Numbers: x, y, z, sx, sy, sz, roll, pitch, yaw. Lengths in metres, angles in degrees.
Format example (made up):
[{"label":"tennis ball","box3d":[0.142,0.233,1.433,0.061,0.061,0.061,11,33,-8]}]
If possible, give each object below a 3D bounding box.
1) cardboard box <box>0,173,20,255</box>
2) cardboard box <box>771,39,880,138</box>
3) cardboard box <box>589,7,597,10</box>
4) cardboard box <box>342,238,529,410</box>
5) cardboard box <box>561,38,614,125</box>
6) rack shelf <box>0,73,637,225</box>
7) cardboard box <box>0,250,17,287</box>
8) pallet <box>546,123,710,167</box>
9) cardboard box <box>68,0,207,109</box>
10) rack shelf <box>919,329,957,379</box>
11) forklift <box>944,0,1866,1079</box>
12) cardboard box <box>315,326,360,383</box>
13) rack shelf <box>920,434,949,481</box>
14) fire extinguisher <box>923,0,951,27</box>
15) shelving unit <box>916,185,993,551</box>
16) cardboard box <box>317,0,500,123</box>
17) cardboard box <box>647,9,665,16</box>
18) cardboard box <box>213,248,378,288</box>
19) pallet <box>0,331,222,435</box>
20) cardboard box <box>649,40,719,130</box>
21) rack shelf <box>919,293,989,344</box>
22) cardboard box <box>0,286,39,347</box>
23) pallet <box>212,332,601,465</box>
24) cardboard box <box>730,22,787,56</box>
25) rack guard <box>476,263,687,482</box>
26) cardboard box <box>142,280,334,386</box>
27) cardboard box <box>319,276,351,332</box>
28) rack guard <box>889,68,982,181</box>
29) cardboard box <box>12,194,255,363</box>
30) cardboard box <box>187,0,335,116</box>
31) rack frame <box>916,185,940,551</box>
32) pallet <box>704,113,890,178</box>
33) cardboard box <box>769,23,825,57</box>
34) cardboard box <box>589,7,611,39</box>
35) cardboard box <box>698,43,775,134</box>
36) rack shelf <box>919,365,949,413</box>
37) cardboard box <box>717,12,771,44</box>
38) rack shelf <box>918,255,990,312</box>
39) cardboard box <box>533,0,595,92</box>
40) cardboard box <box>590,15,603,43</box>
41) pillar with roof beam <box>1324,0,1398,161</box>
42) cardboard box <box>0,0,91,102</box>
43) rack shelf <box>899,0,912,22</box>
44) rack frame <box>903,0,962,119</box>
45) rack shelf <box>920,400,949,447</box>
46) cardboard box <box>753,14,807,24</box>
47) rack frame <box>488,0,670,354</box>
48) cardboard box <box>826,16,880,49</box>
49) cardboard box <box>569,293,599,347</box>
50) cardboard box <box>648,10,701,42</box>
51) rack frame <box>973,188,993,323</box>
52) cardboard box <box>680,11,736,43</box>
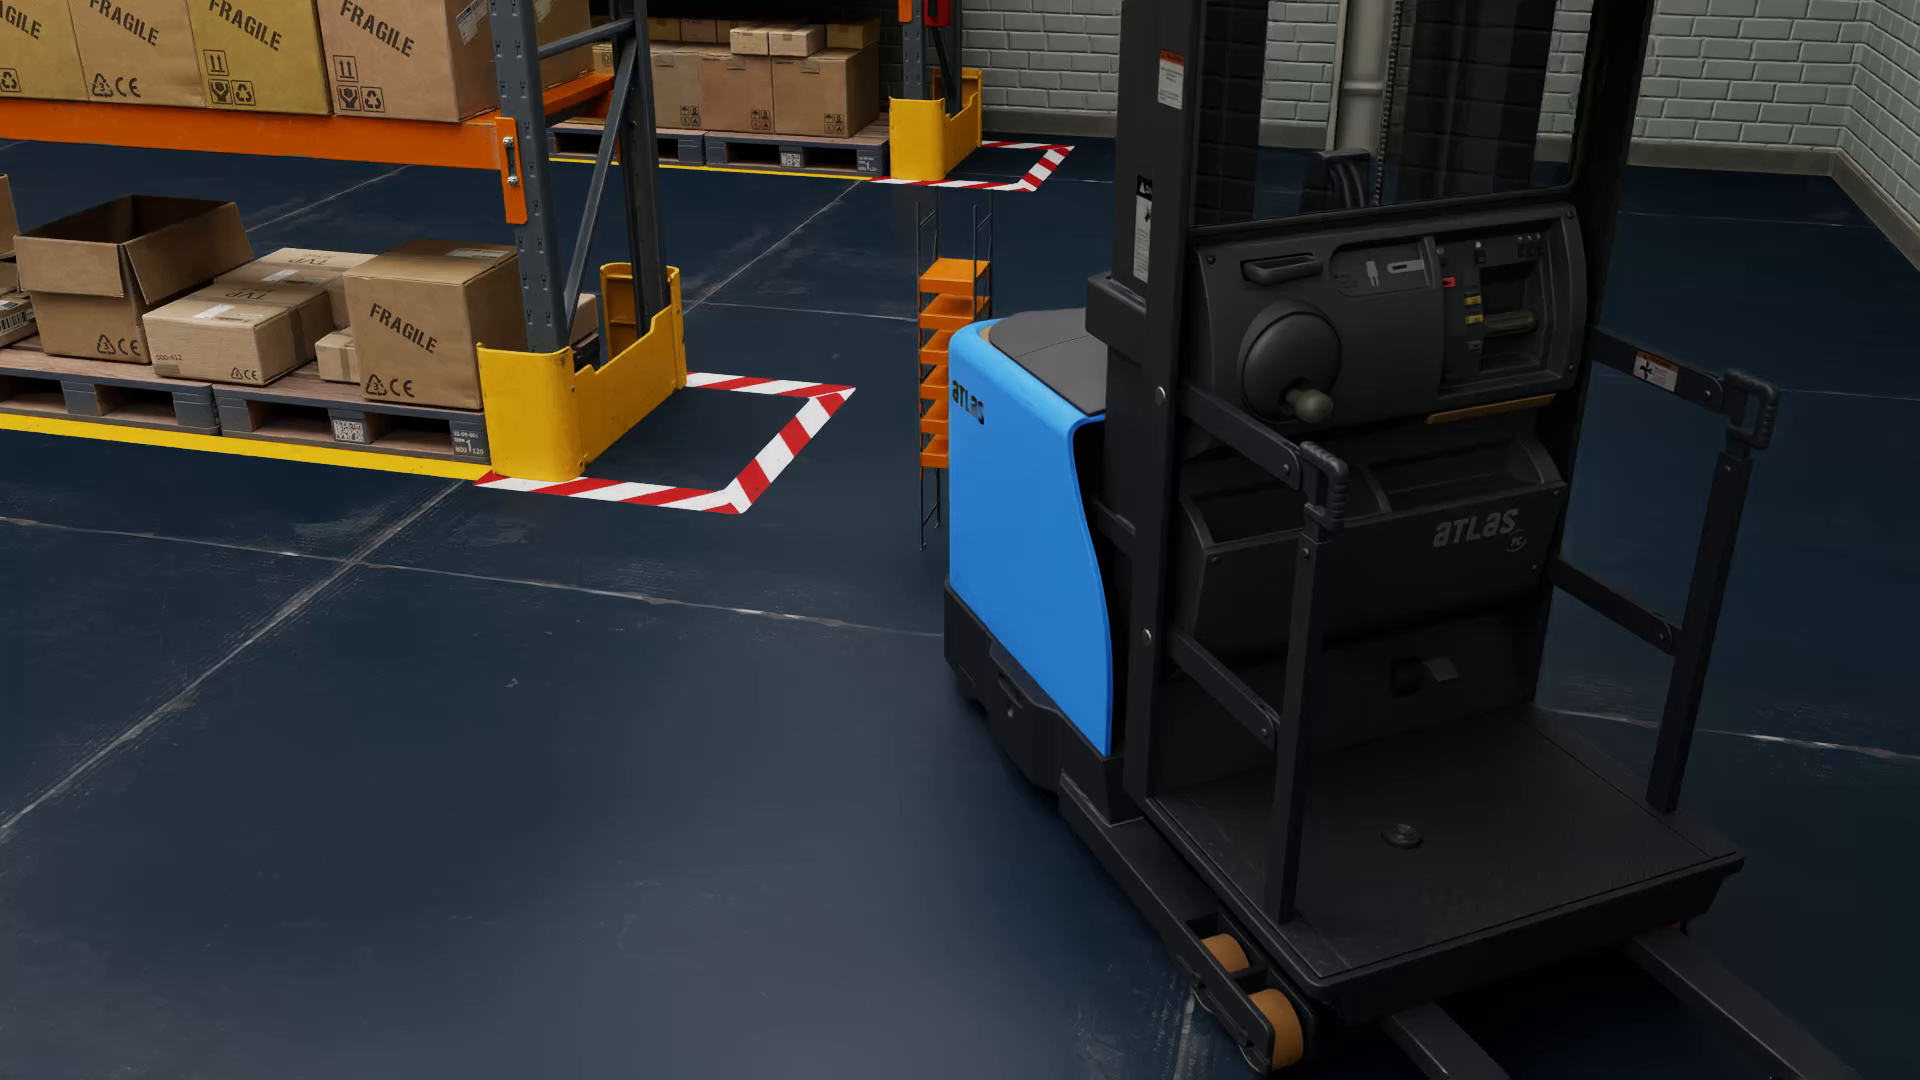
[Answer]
[{"label":"cardboard box","box3d":[-4.651,-1.372,7.538,0.500,0.500,0.500,6,26,13]},{"label":"cardboard box","box3d":[-0.873,-2.973,10.925,0.500,0.500,0.700,6,26,13]},{"label":"cardboard box","box3d":[-2.670,-3.553,11.388,0.250,0.149,0.380,5,26,11]},{"label":"cardboard box","box3d":[-1.988,-0.842,6.425,0.500,0.500,0.500,6,26,13]},{"label":"cardboard box","box3d":[-2.363,-3.134,11.264,0.500,0.500,0.700,7,26,14]},{"label":"rack shelf","box3d":[-3.337,-1.706,6.680,4.000,0.370,1.077,6,26,13]},{"label":"cardboard box","box3d":[-3.925,-1.206,7.410,0.500,0.311,0.500,6,26,13]},{"label":"pallet","box3d":[-2.141,-2.804,11.395,1.213,0.211,1.003,6,26,13]},{"label":"cardboard box","box3d":[-2.886,-1.906,6.147,0.500,0.500,0.500,7,26,13]},{"label":"rack shelf","box3d":[-0.014,-0.612,5.463,0.180,0.103,0.258,6,26,13]},{"label":"forklift","box3d":[0.989,-0.432,3.249,1.130,2.935,3.031,-10,27,-20]},{"label":"cardboard box","box3d":[-2.358,-0.772,6.667,0.250,0.166,0.380,6,26,13]},{"label":"rack shelf","box3d":[-0.014,-0.286,5.618,0.180,0.103,0.258,6,26,13]},{"label":"fire extinguisher","box3d":[-0.139,-3.467,10.068,0.183,0.674,0.296,6,26,13]},{"label":"shelving unit","box3d":[-0.014,-0.543,5.495,0.189,1.200,0.258,6,26,13]},{"label":"cardboard box","box3d":[-1.901,-1.796,5.917,0.500,0.500,0.500,7,26,15]},{"label":"cardboard box","box3d":[-2.175,-3.498,11.273,0.250,0.149,0.380,6,26,12]},{"label":"cardboard box","box3d":[-2.824,-1.057,7.167,0.500,0.250,0.500,6,26,13]},{"label":"pallet","box3d":[-3.424,-0.782,7.147,1.213,0.211,1.003,6,26,13]},{"label":"cardboard box","box3d":[-1.844,-3.080,11.150,0.500,0.500,0.700,5,26,11]},{"label":"rack shelf","box3d":[-0.014,-0.720,5.411,0.180,0.103,0.258,6,26,13]},{"label":"cardboard box","box3d":[-4.081,-0.941,7.020,0.250,0.166,0.380,6,26,13]},{"label":"pallet","box3d":[-2.246,-0.650,6.871,1.213,0.211,1.003,6,26,13]},{"label":"cardboard box","box3d":[-1.290,-3.231,10.712,0.250,0.149,0.380,7,26,14]},{"label":"rack guard","box3d":[-1.473,-0.696,6.630,0.348,0.500,1.175,6,26,13]},{"label":"cardboard box","box3d":[-2.900,-0.843,6.719,0.500,0.250,0.500,6,26,13]},{"label":"cardboard box","box3d":[-2.340,-1.003,7.055,0.500,0.250,0.500,6,26,13]},{"label":"rack guard","box3d":[-0.146,-2.748,10.940,0.348,0.500,1.175,6,26,13]},{"label":"cardboard box","box3d":[-3.453,-1.117,6.999,0.637,0.503,0.797,6,26,13]},{"label":"cardboard box","box3d":[-2.405,-1.850,6.030,0.500,0.500,0.500,7,26,13]},{"label":"rack frame","box3d":[-0.103,-0.553,5.516,0.006,1.200,0.240,6,26,13]},{"label":"pallet","box3d":[-0.964,-2.673,11.119,1.213,0.211,1.003,6,26,13]},{"label":"cardboard box","box3d":[-1.042,-3.204,10.655,0.250,0.149,0.380,6,26,12]},{"label":"cardboard box","box3d":[-2.425,-3.526,11.331,0.250,0.149,0.380,7,26,14]},{"label":"cardboard box","box3d":[-1.357,-3.027,11.038,0.500,0.500,0.700,6,26,13]},{"label":"rack shelf","box3d":[-0.014,-0.503,5.514,0.180,0.103,0.258,6,26,13]},{"label":"cardboard box","box3d":[-1.435,-3.417,11.102,0.250,0.149,0.380,7,26,13]},{"label":"rack shelf","box3d":[-0.014,-0.828,5.360,0.180,0.103,0.258,6,26,13]},{"label":"cardboard box","box3d":[-1.764,-2.019,6.384,0.500,0.500,0.500,7,26,14]},{"label":"cardboard box","box3d":[-2.553,-3.370,11.004,0.250,0.149,0.380,6,26,12]},{"label":"pillar with roof beam","box3d":[1.589,-4.867,5.503,0.400,9.000,9.100,6,26,13]},{"label":"cardboard box","box3d":[-3.374,-1.960,6.261,0.500,0.500,0.500,6,26,12]},{"label":"rack shelf","box3d":[-2.107,-3.768,11.013,4.000,0.370,1.077,6,26,13]},{"label":"rack frame","box3d":[-0.170,-3.879,10.408,0.127,3.000,1.000,6,26,13]},{"label":"rack shelf","box3d":[-0.014,-0.395,5.566,0.180,0.103,0.258,6,26,13]},{"label":"cardboard box","box3d":[-1.192,-3.390,11.046,0.250,0.149,0.380,6,26,13]},{"label":"rack frame","box3d":[-1.400,-1.816,6.076,0.127,3.000,1.000,6,26,13]},{"label":"cardboard box","box3d":[-0.702,-3.336,10.933,0.250,0.149,0.380,6,26,13]},{"label":"cardboard box","box3d":[-1.720,-0.916,6.989,0.250,0.149,0.380,6,26,13]},{"label":"cardboard box","box3d":[-1.930,-3.471,11.216,0.250,0.149,0.380,7,26,14]},{"label":"rack frame","box3d":[0.075,-0.533,5.475,0.006,1.200,0.240,6,26,13]},{"label":"cardboard box","box3d":[-1.681,-3.444,11.159,0.250,0.149,0.380,7,26,14]}]
